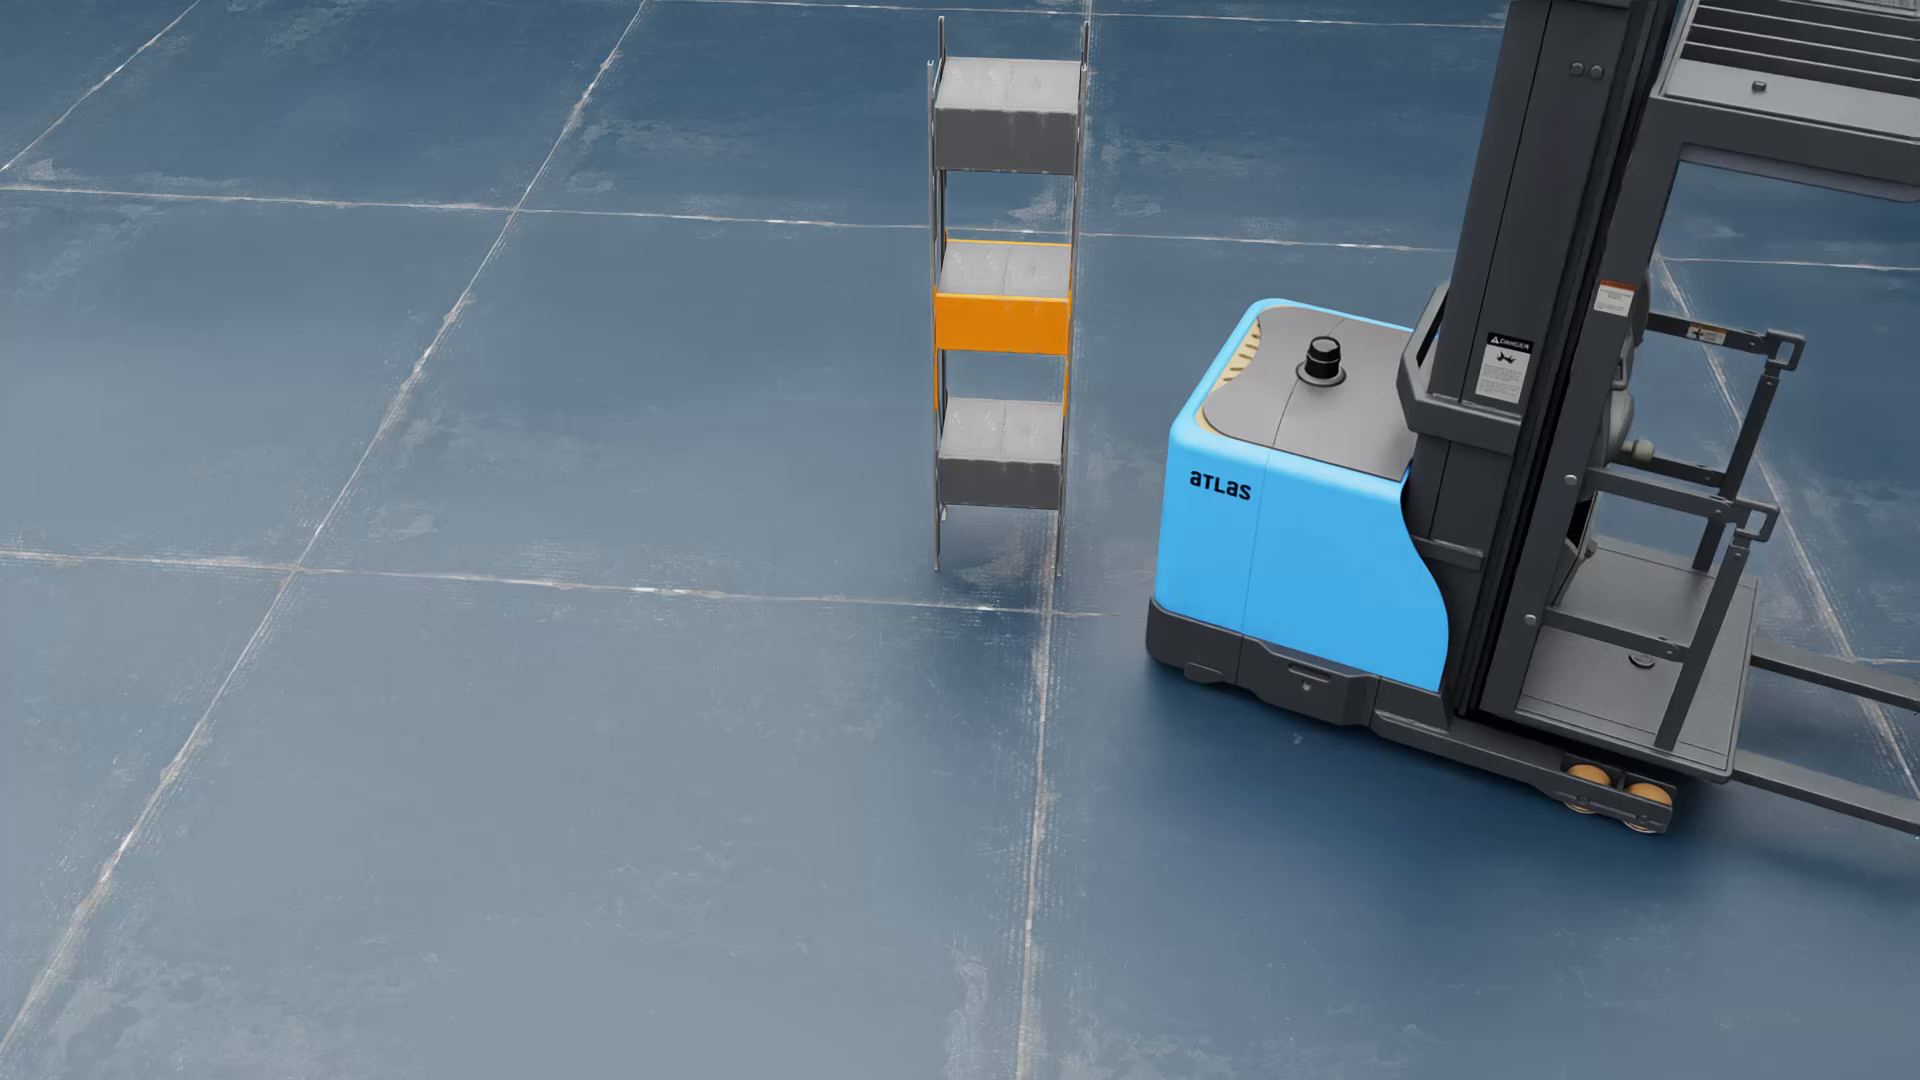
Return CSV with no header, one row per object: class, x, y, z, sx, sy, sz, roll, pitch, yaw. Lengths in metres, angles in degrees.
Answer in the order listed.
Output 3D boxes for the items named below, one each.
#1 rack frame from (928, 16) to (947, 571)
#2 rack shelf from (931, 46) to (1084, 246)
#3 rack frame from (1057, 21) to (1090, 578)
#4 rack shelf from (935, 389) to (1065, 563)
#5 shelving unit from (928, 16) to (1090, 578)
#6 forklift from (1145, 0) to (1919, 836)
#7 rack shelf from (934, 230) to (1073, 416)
rack frame,-0.078,-0.819,6.092,0.015,2.100,0.400,3,39,4
rack shelf,0.165,-1.338,5.643,0.480,0.518,0.431,3,39,4
rack frame,0.408,-0.792,6.060,0.015,2.100,0.400,3,39,4
rack shelf,0.165,-0.252,6.527,0.480,0.518,0.431,3,39,4
shelving unit,0.165,-0.805,6.076,0.503,2.100,0.431,3,39,4
forklift,2.244,-0.546,5.099,3.031,2.935,1.130,17,42,20
rack shelf,0.165,-0.795,6.085,0.480,0.518,0.431,3,39,4
